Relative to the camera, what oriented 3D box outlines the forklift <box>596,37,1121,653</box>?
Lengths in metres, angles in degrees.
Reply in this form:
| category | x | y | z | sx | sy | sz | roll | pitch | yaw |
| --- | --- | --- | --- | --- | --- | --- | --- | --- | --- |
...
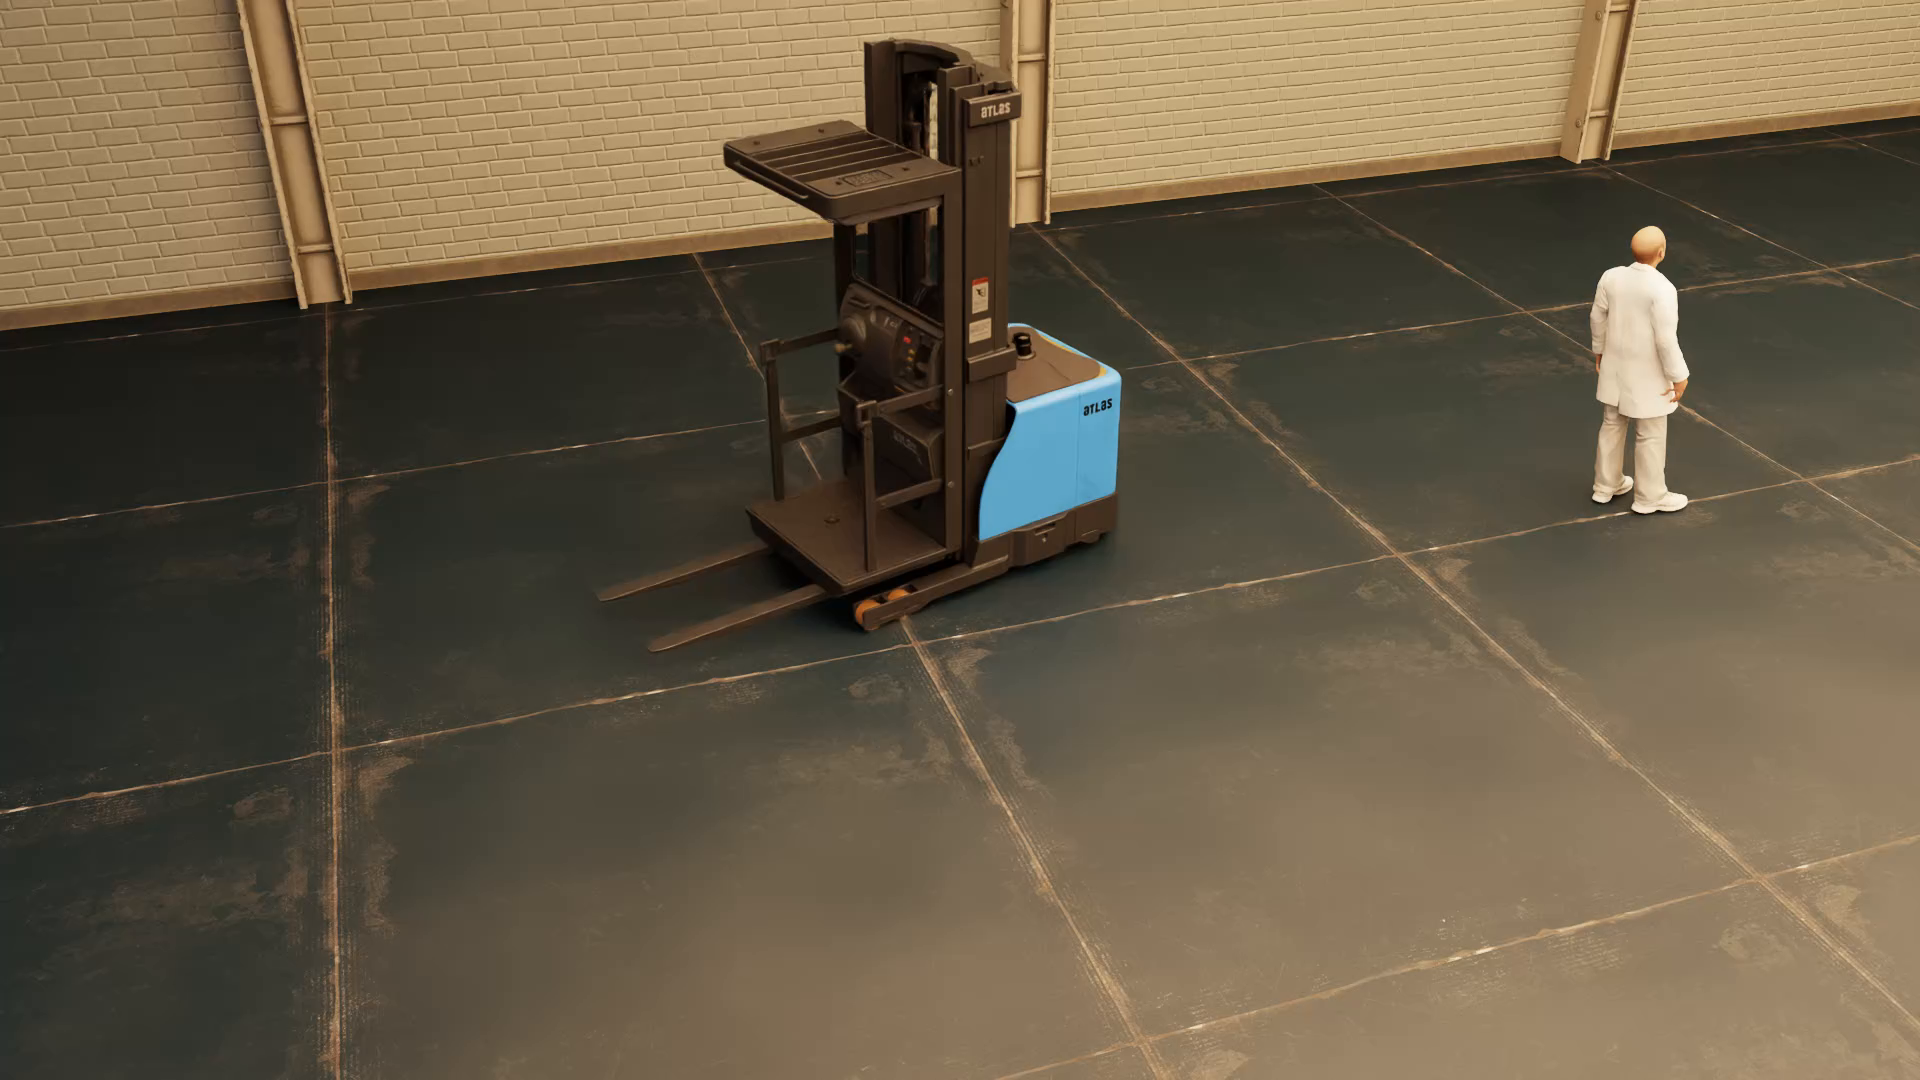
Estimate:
| category | x | y | z | sx | sy | sz | roll | pitch | yaw |
| --- | --- | --- | --- | --- | --- | --- | --- | --- | --- |
| forklift | -0.554 | -1.071 | 8.948 | 3.031 | 2.935 | 1.130 | -20 | 35 | -30 |

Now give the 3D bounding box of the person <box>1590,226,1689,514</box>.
| category | x | y | z | sx | sy | sz | roll | pitch | yaw |
| --- | --- | --- | --- | --- | --- | --- | --- | --- | --- |
| person | 4.144 | -1.048 | 10.051 | 0.581 | 1.775 | 0.696 | -15 | 33 | -24 |
